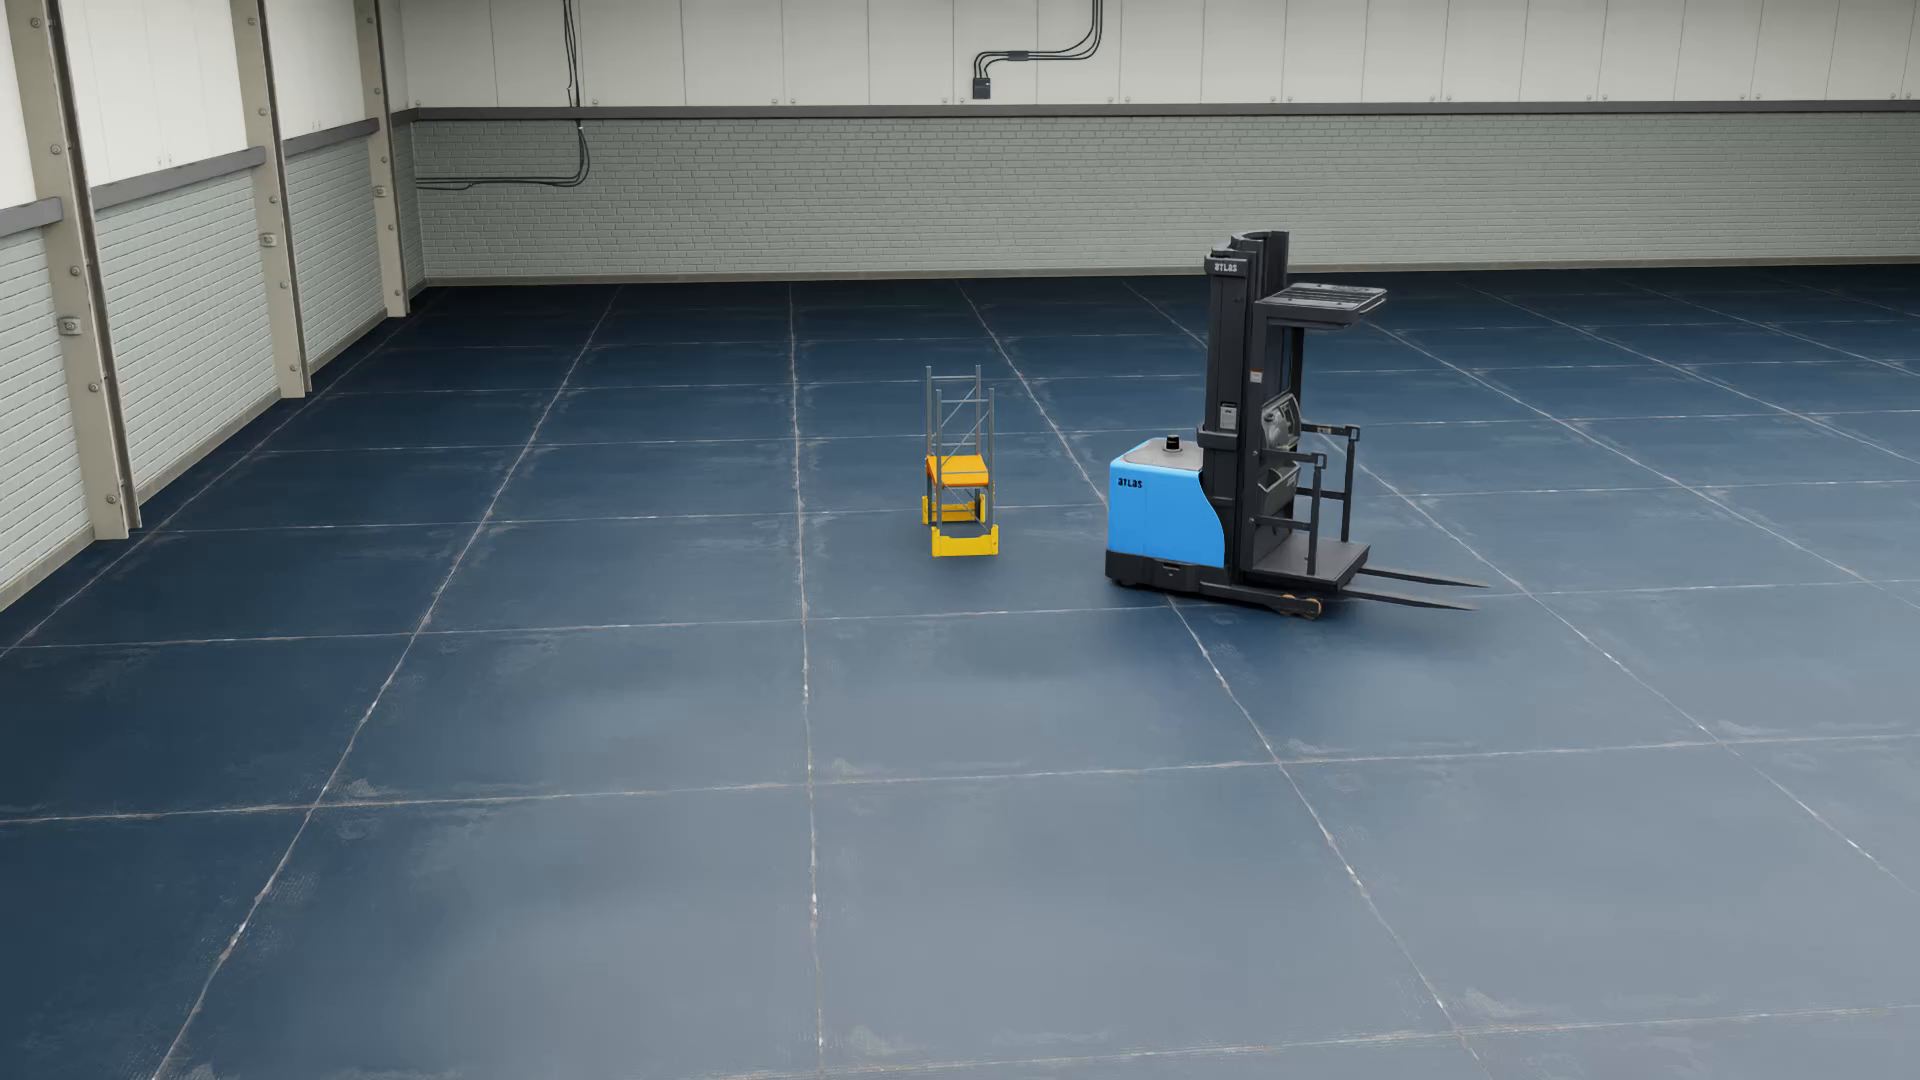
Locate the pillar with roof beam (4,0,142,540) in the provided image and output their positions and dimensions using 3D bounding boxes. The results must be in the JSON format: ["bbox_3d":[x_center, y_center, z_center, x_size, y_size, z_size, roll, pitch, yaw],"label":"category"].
[{"bbox_3d":[-3.553,-4.492,14.535,9.100,9.000,0.400,-2,18,-6],"label":"pillar with roof beam"}]

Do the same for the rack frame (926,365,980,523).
[{"bbox_3d":[-0.061,-0.892,15.589,0.500,1.500,0.032,-2,18,-6],"label":"rack frame"}]

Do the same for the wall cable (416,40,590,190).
[{"bbox_3d":[-8.062,-7.371,28.890,3.097,2.526,0.112,-2,18,-6],"label":"wall cable"}]

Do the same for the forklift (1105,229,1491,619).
[{"bbox_3d":[2.775,-0.949,13.378,3.031,2.935,1.130,9,20,26],"label":"forklift"}]

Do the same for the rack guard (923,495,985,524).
[{"bbox_3d":[-0.059,-0.290,15.758,0.587,0.250,0.087,-2,18,-6],"label":"rack guard"}]

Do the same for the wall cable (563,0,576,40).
[{"bbox_3d":[-5.371,-9.865,28.400,3.097,2.526,0.112,-2,18,-6],"label":"wall cable"}]

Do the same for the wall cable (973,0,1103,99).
[{"bbox_3d":[1.383,-10.764,28.835,2.305,6.003,0.169,-2,18,-6],"label":"wall cable"}]

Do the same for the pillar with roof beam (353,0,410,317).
[{"bbox_3d":[-4.791,-8.067,25.923,9.100,9.000,0.400,-2,18,-6],"label":"pillar with roof beam"}]

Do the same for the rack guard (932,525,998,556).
[{"bbox_3d":[0.044,0.006,14.812,0.587,0.250,0.087,-2,18,-6],"label":"rack guard"}]

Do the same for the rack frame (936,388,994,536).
[{"bbox_3d":[0.044,-0.590,14.624,0.500,1.500,0.032,-2,18,-6],"label":"rack frame"}]

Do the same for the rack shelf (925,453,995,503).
[{"bbox_3d":[-0.009,-0.569,15.160,0.538,0.185,1.000,-2,18,-6],"label":"rack shelf"}]

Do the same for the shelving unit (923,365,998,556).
[{"bbox_3d":[-0.008,-0.738,15.098,0.587,1.500,1.083,-2,18,-6],"label":"shelving unit"}]

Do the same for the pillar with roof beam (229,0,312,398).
[{"bbox_3d":[-4.172,-6.280,20.229,9.100,9.000,0.400,-2,18,-6],"label":"pillar with roof beam"}]
